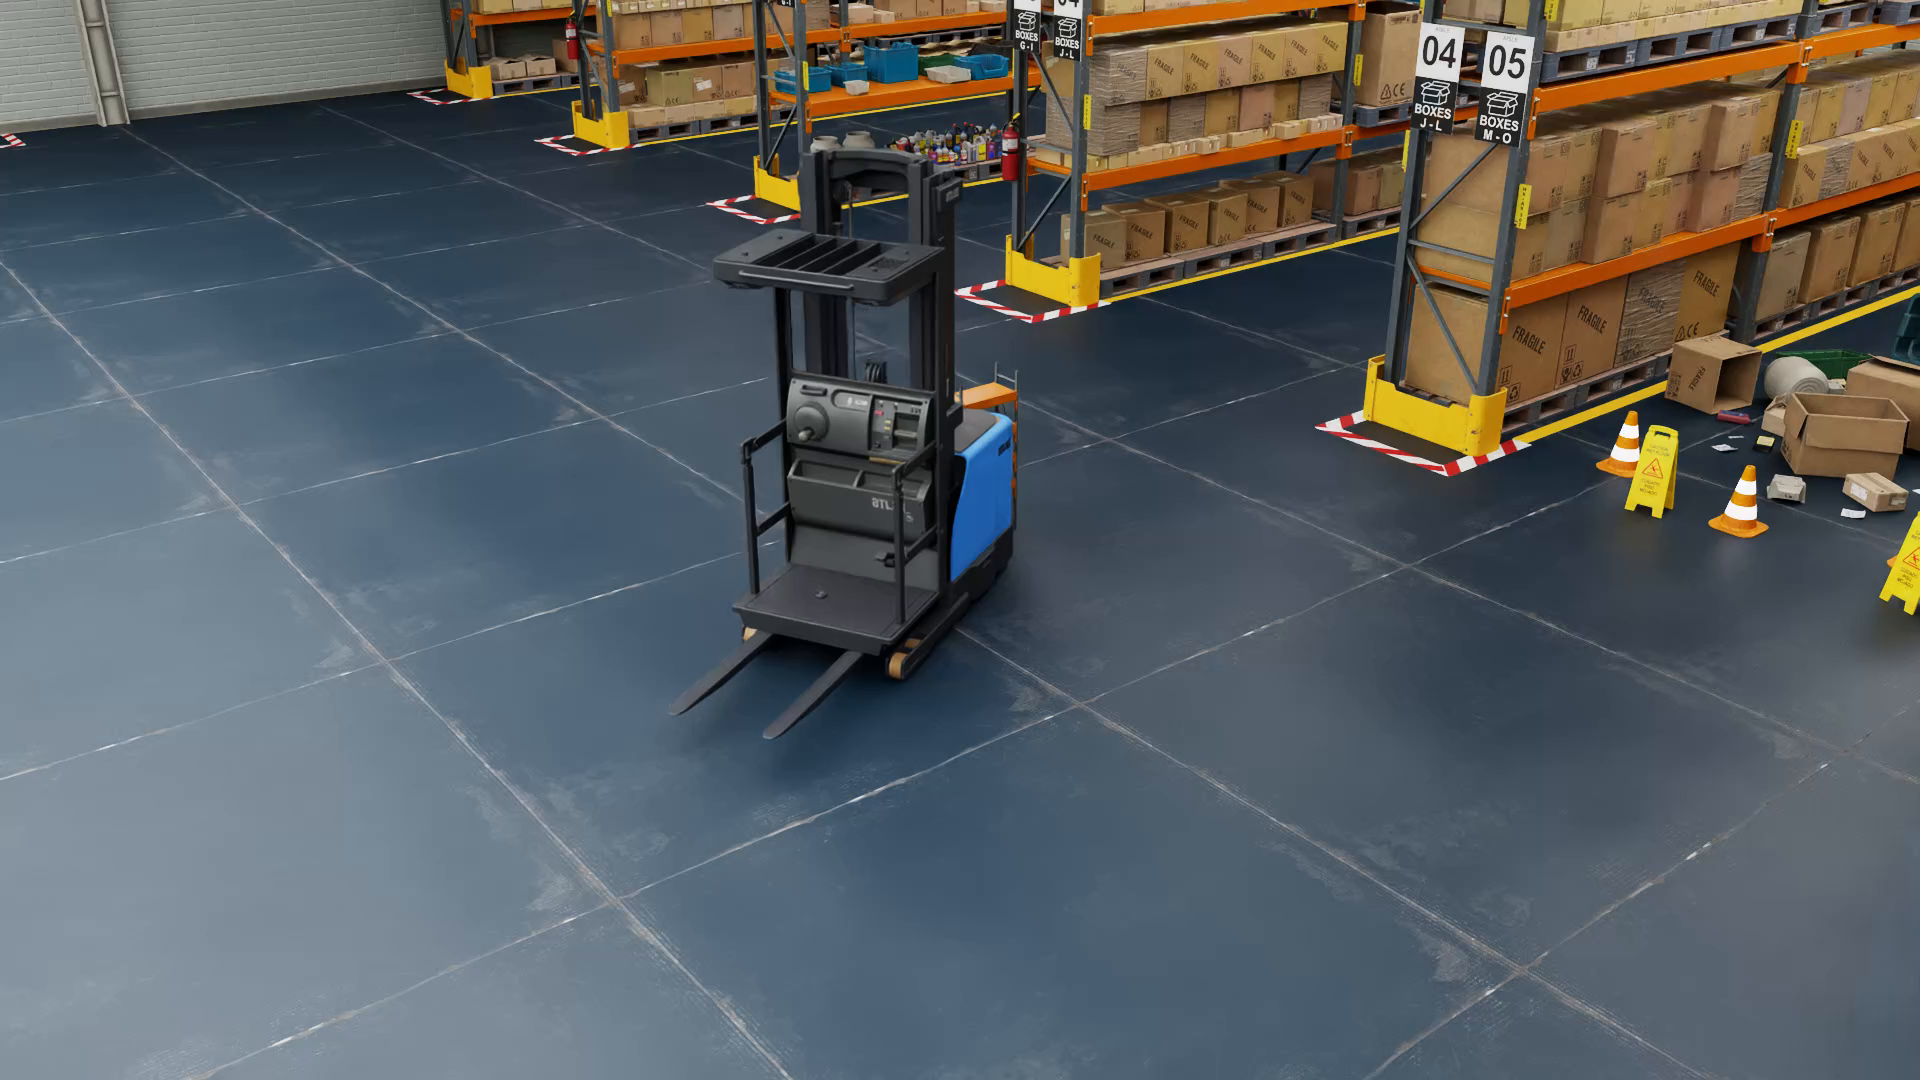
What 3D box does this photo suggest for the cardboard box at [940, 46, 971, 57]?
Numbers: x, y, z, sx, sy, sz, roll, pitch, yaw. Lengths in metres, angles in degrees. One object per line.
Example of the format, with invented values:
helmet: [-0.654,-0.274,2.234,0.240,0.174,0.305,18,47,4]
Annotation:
cardboard box: [0.013,-7.995,27.516,0.500,0.311,0.500,-18,31,-34]

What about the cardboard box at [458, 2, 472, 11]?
cardboard box: [-8.030,-8.971,27.672,0.500,0.250,0.500,-18,30,-33]

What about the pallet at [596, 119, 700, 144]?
pallet: [-4.642,-6.152,24.756,1.213,0.211,1.003,-18,31,-34]

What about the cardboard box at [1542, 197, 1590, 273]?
cardboard box: [4.556,-2.582,13.573,0.550,0.550,0.875,-18,31,-34]

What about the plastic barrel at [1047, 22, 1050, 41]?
plastic barrel: [1.474,-6.829,22.306,0.708,0.901,0.600,-18,31,-34]

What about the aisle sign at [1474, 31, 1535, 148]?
aisle sign: [4.002,-3.314,12.240,0.004,0.787,0.394,-18,31,-34]

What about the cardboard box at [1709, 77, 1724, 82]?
cardboard box: [9.843,-6.093,23.341,0.875,0.875,1.225,-18,30,-34]

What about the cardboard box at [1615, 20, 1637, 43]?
cardboard box: [4.937,-3.915,12.741,0.250,0.149,0.380,-18,30,-34]

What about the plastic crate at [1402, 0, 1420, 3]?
plastic crate: [7.435,-8.934,27.385,0.575,0.384,0.392,-18,31,-34]

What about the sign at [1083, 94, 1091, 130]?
sign: [1.227,-4.135,16.068,0.005,0.325,0.100,-18,31,-34]

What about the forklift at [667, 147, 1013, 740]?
forklift: [-0.698,-0.697,9.771,1.130,2.935,3.031,11,27,22]

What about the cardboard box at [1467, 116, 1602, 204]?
cardboard box: [4.565,-3.068,13.336,0.550,0.550,0.875,-18,31,-34]

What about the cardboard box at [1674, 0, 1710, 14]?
cardboard box: [5.602,-4.350,13.204,0.500,0.250,0.500,-18,31,-34]

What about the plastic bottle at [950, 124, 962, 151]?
plastic bottle: [-0.057,-5.479,22.616,0.185,0.351,0.144,-20,31,-36]

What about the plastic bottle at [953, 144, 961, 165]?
plastic bottle: [-0.038,-5.060,21.808,0.097,0.271,0.097,0,25,0]

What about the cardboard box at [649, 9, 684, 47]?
cardboard box: [-4.433,-7.505,24.239,0.500,0.500,0.700,-17,30,-33]

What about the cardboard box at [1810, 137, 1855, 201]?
cardboard box: [7.997,-3.516,15.644,0.500,0.500,0.500,-18,30,-34]

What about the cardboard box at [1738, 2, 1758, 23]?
cardboard box: [6.329,-4.374,13.730,0.250,0.149,0.380,-18,30,-34]

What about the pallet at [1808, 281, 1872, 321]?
pallet: [8.542,-2.571,17.039,1.213,0.211,1.003,-18,31,-34]

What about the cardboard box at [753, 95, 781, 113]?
cardboard box: [-3.084,-6.733,25.461,0.500,0.250,0.500,-18,31,-34]

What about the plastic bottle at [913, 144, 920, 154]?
plastic bottle: [-0.574,-5.171,22.131,0.097,0.201,0.097,0,25,0]

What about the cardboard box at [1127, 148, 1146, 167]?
cardboard box: [1.678,-3.922,16.935,0.250,0.149,0.380,-18,31,-34]

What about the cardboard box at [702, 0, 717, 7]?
cardboard box: [-3.764,-7.910,24.341,0.250,0.149,0.380,-19,31,-35]

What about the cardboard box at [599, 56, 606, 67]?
cardboard box: [-6.401,-8.381,29.110,0.250,0.149,0.380,-21,32,-38]

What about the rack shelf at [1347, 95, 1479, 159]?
rack shelf: [5.613,-5.154,20.147,4.000,0.370,1.077,-18,31,-34]

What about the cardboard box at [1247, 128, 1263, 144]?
cardboard box: [3.037,-4.386,17.935,0.250,0.149,0.380,-18,31,-34]

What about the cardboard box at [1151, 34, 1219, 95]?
cardboard box: [2.283,-4.866,17.013,0.500,0.500,0.500,-18,31,-34]

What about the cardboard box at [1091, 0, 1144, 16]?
cardboard box: [1.430,-5.254,16.123,0.500,0.250,0.500,-17,30,-33]

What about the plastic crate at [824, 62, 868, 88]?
plastic crate: [-1.441,-5.891,21.057,0.408,0.251,0.499,-18,31,-34]

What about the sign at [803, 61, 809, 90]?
sign: [-1.829,-5.505,19.720,0.005,0.325,0.100,-18,31,-34]

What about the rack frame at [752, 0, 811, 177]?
rack frame: [-2.165,-5.563,20.173,0.127,3.000,1.000,-18,31,-34]

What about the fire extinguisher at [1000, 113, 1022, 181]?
fire extinguisher: [0.517,-4.010,16.919,0.183,0.674,0.296,-18,31,-34]

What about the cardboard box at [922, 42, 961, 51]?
cardboard box: [-0.327,-8.171,27.894,0.500,0.311,0.500,-19,31,-35]

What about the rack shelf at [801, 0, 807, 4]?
rack shelf: [-0.591,-7.117,20.812,4.000,0.370,1.077,-18,31,-34]

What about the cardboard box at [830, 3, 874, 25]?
cardboard box: [-1.710,-8.318,26.288,0.500,0.250,0.500,-16,29,-31]

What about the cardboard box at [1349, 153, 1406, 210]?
cardboard box: [4.923,-4.297,19.892,0.500,0.500,0.700,-18,31,-34]

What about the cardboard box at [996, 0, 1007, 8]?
cardboard box: [0.764,-9.162,28.035,0.500,0.311,0.500,-16,29,-31]

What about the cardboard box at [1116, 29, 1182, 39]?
cardboard box: [1.957,-5.041,17.390,0.500,0.500,0.500,-18,31,-34]

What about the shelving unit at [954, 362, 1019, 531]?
shelving unit: [0.132,-0.589,11.593,0.503,1.200,0.258,-18,31,-34]

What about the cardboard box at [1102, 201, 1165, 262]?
cardboard box: [1.843,-3.302,17.772,0.500,0.500,0.500,-10,27,-21]

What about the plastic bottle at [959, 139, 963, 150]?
plastic bottle: [0.052,-5.167,22.024,0.133,0.283,0.061,-18,31,-34]

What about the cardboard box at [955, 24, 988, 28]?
cardboard box: [0.036,-10.734,33.369,0.750,0.750,0.750,-17,30,-33]

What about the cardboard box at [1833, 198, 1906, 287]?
cardboard box: [8.947,-3.144,17.135,0.750,0.750,1.050,-18,30,-33]

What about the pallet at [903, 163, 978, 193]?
pallet: [-0.532,-4.858,21.966,1.213,0.211,1.003,-18,31,-34]

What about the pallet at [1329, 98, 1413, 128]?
pallet: [4.731,-5.024,19.241,1.213,0.211,1.003,-18,31,-34]

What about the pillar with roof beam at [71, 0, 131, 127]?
pillar with roof beam: [-10.326,-9.050,20.560,0.400,9.000,9.100,-18,31,-34]

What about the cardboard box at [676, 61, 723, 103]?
cardboard box: [-3.881,-6.818,24.755,0.500,0.500,0.500,-18,31,-34]

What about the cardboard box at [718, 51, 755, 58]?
cardboard box: [-3.415,-7.251,25.686,0.500,0.500,0.500,-18,31,-34]

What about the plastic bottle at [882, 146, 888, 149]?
plastic bottle: [-0.990,-5.115,22.010,0.097,0.201,0.097,0,25,0]

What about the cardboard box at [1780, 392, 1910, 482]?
cardboard box: [6.827,-0.802,12.880,0.797,0.503,0.637,5,25,11]

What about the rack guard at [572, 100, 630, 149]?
rack guard: [-5.237,-6.065,24.224,0.348,0.500,1.175,-18,31,-34]

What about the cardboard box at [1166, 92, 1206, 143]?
cardboard box: [2.081,-4.521,17.457,0.500,0.500,0.875,-18,31,-34]

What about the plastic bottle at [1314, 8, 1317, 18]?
plastic bottle: [5.596,-8.207,26.024,0.097,0.271,0.097,0,25,0]

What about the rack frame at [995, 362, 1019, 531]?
rack frame: [0.324,-0.652,11.729,0.015,1.200,0.240,-18,31,-34]

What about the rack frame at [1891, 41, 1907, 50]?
rack frame: [10.168,-4.331,17.518,0.127,3.000,1.000,-18,31,-34]

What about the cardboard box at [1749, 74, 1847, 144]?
cardboard box: [7.811,-4.056,15.619,0.500,0.500,0.700,-19,31,-35]

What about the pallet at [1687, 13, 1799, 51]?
pallet: [6.370,-4.403,14.216,1.213,0.211,1.003,-18,31,-34]

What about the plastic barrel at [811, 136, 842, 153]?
plastic barrel: [-1.694,-4.821,21.031,0.421,0.512,0.421,0,25,0]
